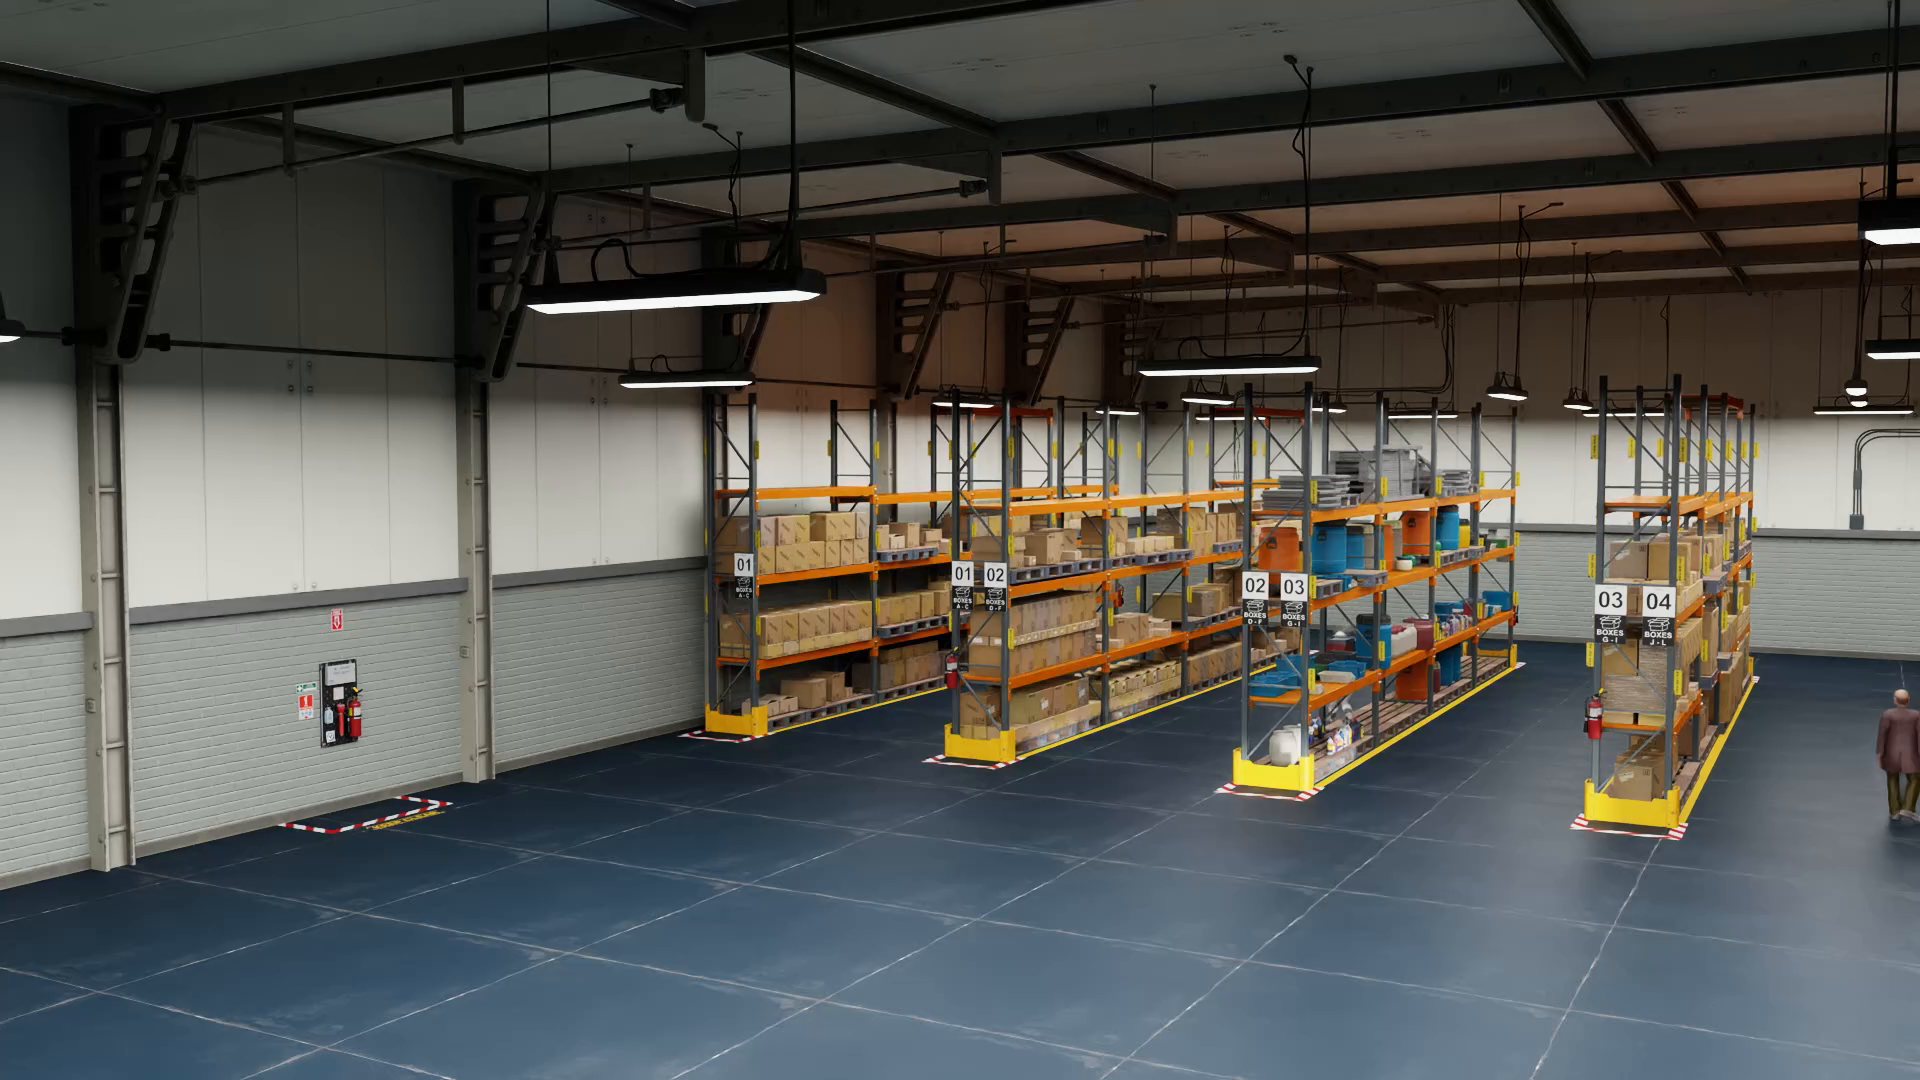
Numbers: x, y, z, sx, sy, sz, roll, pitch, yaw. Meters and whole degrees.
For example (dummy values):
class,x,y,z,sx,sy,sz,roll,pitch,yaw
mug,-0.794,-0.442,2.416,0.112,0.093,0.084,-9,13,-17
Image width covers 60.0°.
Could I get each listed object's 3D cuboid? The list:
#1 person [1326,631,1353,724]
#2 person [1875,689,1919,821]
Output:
class,x,y,z,sx,sy,sz,roll,pitch,yaw
person,6.806,2.502,29.707,0.511,1.741,1.093,0,3,4
person,12.706,2.905,22.454,0.612,1.775,0.612,2,3,28
